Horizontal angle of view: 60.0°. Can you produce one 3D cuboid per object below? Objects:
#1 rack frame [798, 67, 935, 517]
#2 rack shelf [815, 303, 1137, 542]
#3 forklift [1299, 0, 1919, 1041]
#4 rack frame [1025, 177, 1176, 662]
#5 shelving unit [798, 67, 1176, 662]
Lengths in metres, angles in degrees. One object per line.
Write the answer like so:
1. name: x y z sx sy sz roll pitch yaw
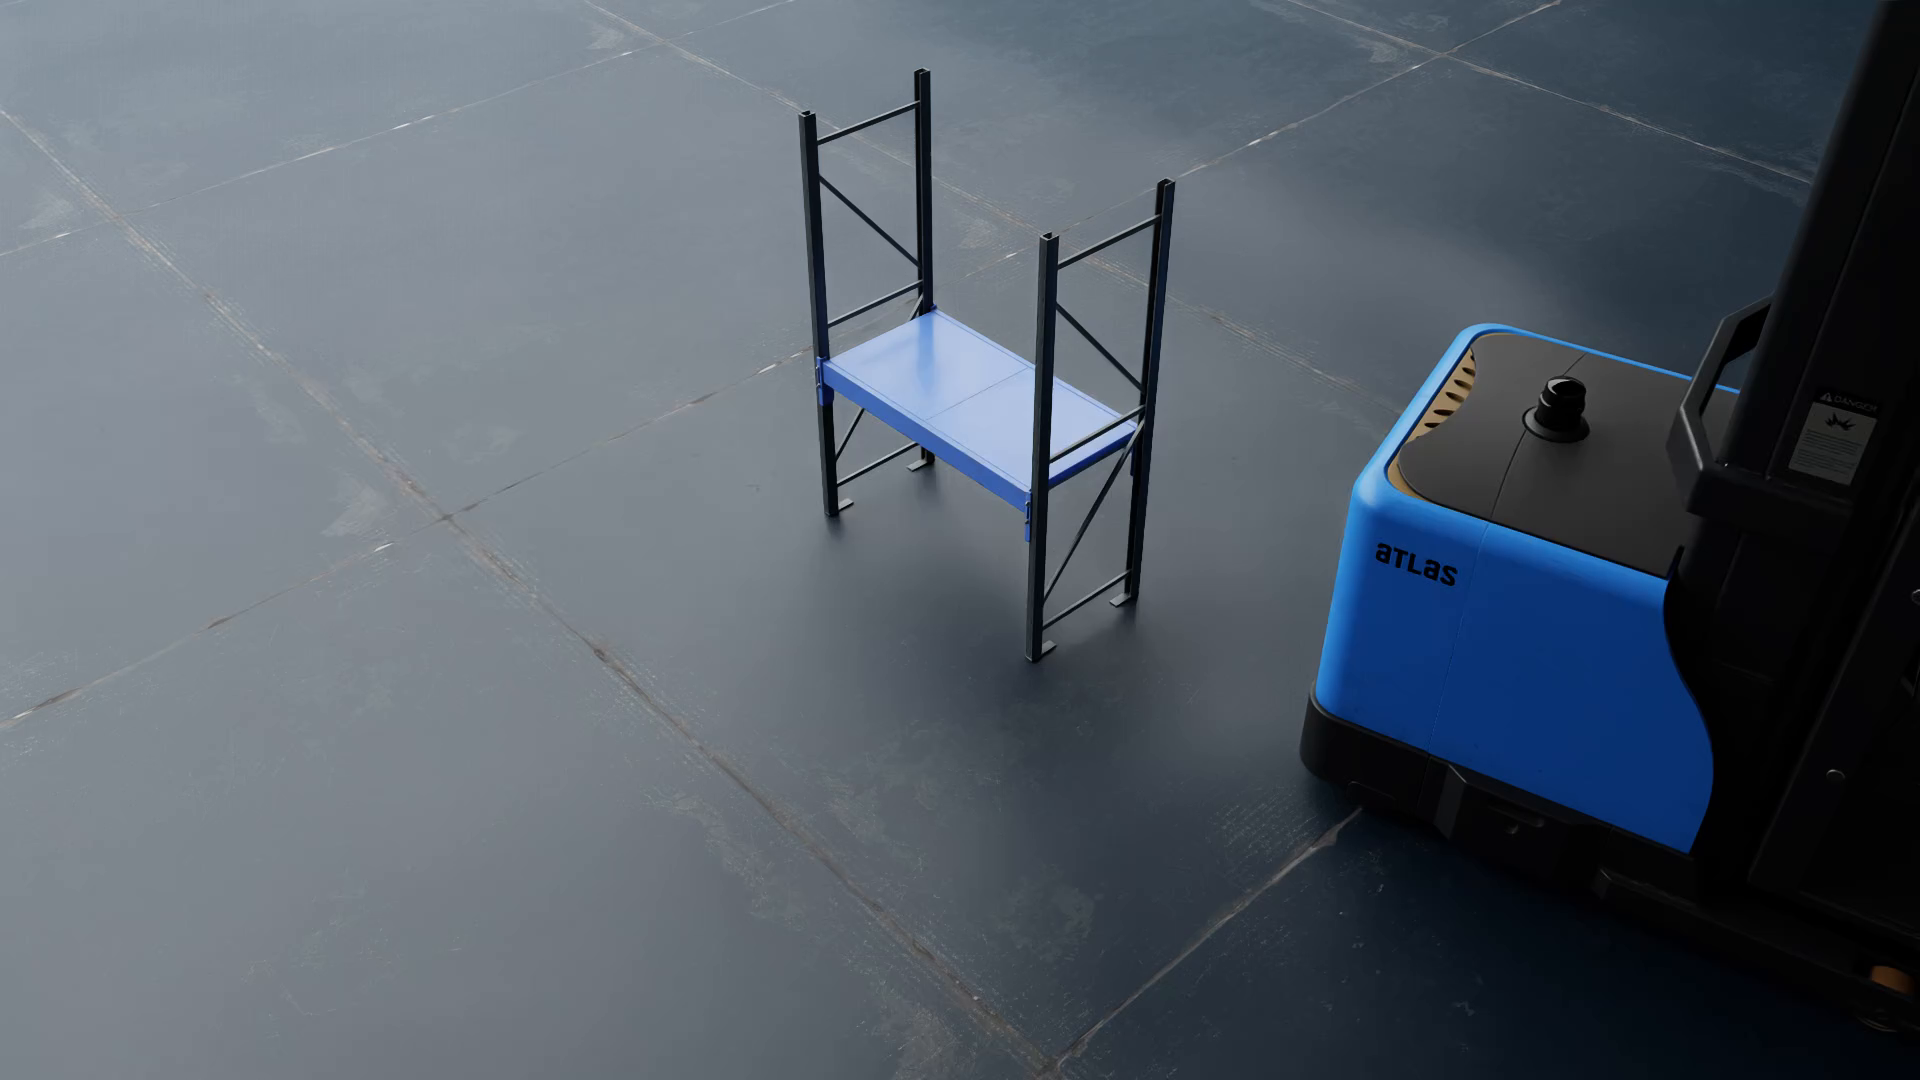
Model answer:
1. rack frame: -0.286 -0.779 5.521 0.500 1.500 0.032 -30 48 -32
2. rack shelf: 0.058 -0.404 5.343 0.538 0.185 1.000 -30 48 -32
3. forklift: 2.519 -0.220 3.689 3.031 2.935 1.130 21 43 24
4. rack frame: 0.402 -0.309 4.939 0.500 1.500 0.032 -30 48 -32
5. shelving unit: 0.058 -0.544 5.230 0.538 1.500 1.048 -30 48 -32
